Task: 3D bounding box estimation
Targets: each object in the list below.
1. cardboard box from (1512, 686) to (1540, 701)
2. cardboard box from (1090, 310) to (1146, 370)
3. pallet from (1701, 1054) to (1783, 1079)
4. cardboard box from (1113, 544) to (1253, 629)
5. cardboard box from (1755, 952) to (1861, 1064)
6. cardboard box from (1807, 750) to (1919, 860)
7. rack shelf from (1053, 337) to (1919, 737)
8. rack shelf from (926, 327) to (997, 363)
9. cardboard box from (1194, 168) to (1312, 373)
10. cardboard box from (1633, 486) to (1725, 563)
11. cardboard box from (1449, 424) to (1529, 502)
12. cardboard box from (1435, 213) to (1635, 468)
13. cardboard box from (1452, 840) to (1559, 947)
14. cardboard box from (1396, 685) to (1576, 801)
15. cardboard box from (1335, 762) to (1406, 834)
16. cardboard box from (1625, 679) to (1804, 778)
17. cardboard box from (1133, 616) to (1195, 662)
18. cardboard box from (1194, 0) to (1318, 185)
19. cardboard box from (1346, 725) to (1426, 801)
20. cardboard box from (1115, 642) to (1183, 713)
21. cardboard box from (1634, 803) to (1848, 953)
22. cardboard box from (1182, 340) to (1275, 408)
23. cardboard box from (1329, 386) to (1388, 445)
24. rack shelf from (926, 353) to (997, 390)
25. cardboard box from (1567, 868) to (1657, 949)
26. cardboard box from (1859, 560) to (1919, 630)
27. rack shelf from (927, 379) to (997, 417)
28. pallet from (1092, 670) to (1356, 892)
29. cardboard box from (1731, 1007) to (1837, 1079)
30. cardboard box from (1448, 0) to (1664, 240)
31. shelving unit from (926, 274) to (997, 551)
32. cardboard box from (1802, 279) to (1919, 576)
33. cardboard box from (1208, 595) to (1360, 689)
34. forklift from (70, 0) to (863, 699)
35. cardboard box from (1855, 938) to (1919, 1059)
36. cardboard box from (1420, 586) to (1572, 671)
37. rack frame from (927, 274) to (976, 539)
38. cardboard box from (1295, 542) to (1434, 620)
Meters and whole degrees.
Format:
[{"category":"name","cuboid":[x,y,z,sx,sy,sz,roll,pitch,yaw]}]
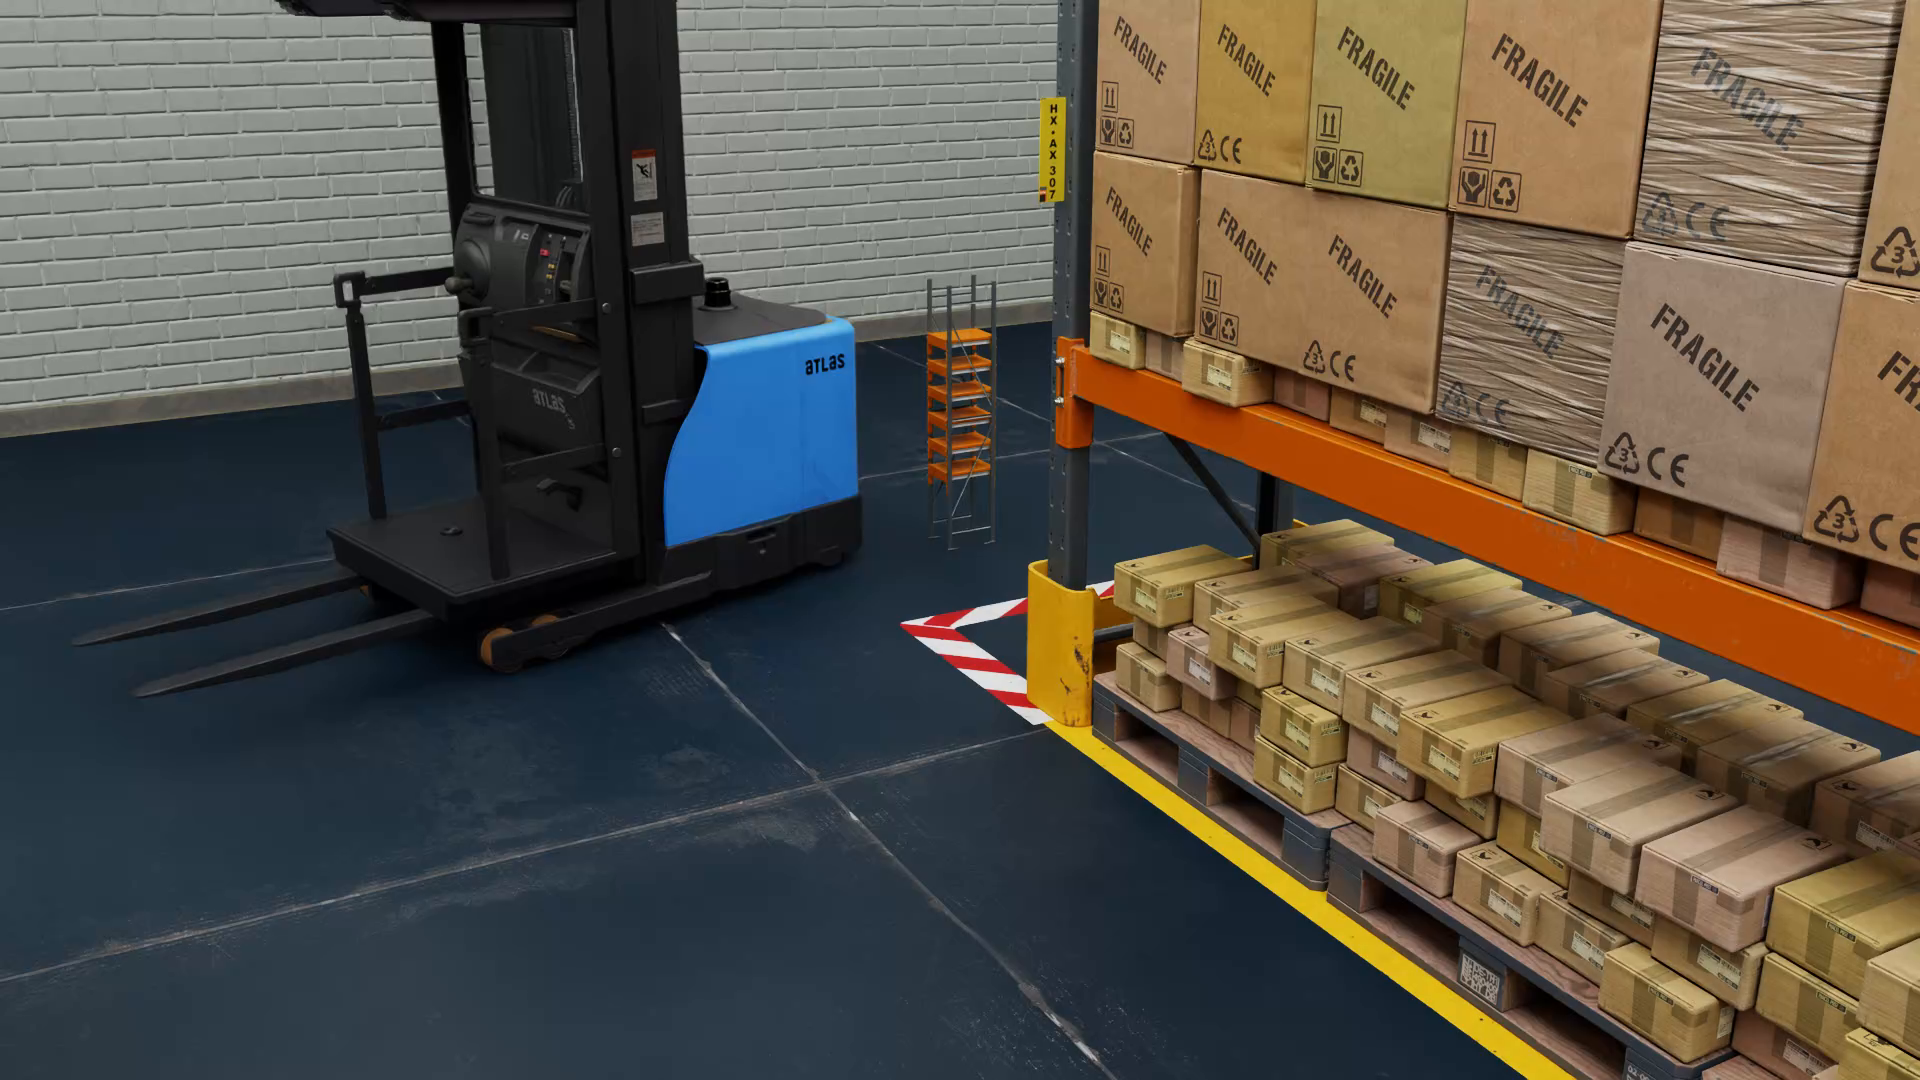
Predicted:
[{"category":"cardboard box","cuboid":[1.783,0.489,4.888,0.380,0.149,0.250,-10,21,-26]},{"category":"cardboard box","cuboid":[0.641,-0.660,5.332,0.380,0.149,0.250,-10,21,-27]},{"category":"pallet","cuboid":[2.325,1.356,3.377,1.003,0.211,1.213,-10,21,-27]},{"category":"cardboard box","cuboid":[0.726,0.148,5.418,0.380,0.149,0.250,-11,22,-29]},{"category":"cardboard box","cuboid":[1.931,0.956,3.534,0.380,0.149,0.250,-10,21,-26]},{"category":"cardboard box","cuboid":[2.259,0.652,3.958,0.380,0.149,0.250,-9,21,-26]},{"category":"rack shelf","cuboid":[1.726,-0.009,4.161,1.077,0.370,4.000,-10,21,-27]},{"category":"rack shelf","cuboid":[0.007,-0.861,7.321,0.258,0.103,0.180,-10,21,-27]},{"category":"cardboard box","cuboid":[1.023,-0.789,4.711,0.500,0.500,0.500,-10,21,-27]},{"category":"cardboard box","cuboid":[1.711,-0.077,3.642,0.380,0.149,0.250,-10,22,-27]},{"category":"cardboard box","cuboid":[1.427,-0.220,4.057,0.380,0.149,0.250,-9,21,-25]},{"category":"cardboard box","cuboid":[1.492,-0.501,3.877,0.500,0.500,0.500,-11,22,-28]},{"category":"cardboard box","cuboid":[1.489,0.868,4.243,0.380,0.149,0.250,-10,21,-27]},{"category":"cardboard box","cuboid":[1.368,0.523,4.332,0.380,0.149,0.250,-10,21,-26]},{"category":"cardboard box","cuboid":[1.293,0.708,4.709,0.380,0.149,0.250,-10,21,-27]},{"category":"cardboard box","cuboid":[1.975,0.510,4.370,0.380,0.149,0.250,-10,21,-26]},{"category":"cardboard box","cuboid":[0.799,0.276,5.504,0.380,0.149,0.250,-9,21,-24]},{"category":"cardboard box","cuboid":[1.001,-1.270,4.570,0.500,0.500,0.500,-9,21,-25]},{"category":"cardboard box","cuboid":[1.309,0.572,4.647,0.380,0.149,0.250,-11,22,-29]},{"category":"cardboard box","cuboid":[0.743,0.426,5.524,0.380,0.149,0.250,-10,21,-26]},{"category":"cardboard box","cuboid":[1.732,0.744,3.692,0.380,0.149,0.250,-11,22,-29]},{"category":"cardboard box","cuboid":[0.879,-0.508,4.891,0.380,0.149,0.250,-11,22,-28]},{"category":"cardboard box","cuboid":[1.230,-0.373,4.500,0.380,0.149,0.250,-10,22,-27]},{"category":"rack shelf","cuboid":[0.007,-0.748,7.360,0.258,0.103,0.180,-10,21,-27]},{"category":"cardboard box","cuboid":[1.683,0.805,3.969,0.380,0.149,0.250,-11,22,-29]},{"category":"cardboard box","cuboid":[1.979,0.071,3.213,0.380,0.149,0.250,-11,22,-28]},{"category":"rack shelf","cuboid":[0.007,-0.634,7.399,0.258,0.103,0.180,-10,21,-27]},{"category":"pallet","cuboid":[1.167,0.656,5.407,1.003,0.211,1.213,-10,21,-27]},{"category":"cardboard box","cuboid":[1.939,1.067,3.668,0.380,0.149,0.250,-11,22,-28]},{"category":"cardboard box","cuboid":[1.473,-0.971,3.705,0.500,0.500,0.500,-11,22,-28]},{"category":"shelving unit","cuboid":[0.007,-0.563,7.424,0.258,1.200,0.189,-10,21,-27]},{"category":"cardboard box","cuboid":[1.952,-0.207,3.023,0.500,0.500,0.500,-11,22,-28]},{"category":"cardboard box","cuboid":[0.970,0.301,4.976,0.380,0.149,0.250,-10,21,-27]},{"category":"forklift","cuboid":[-1.841,-1.080,6.267,3.031,2.935,1.130,-17,26,-41]},{"category":"cardboard box","cuboid":[1.997,0.894,3.257,0.380,0.149,0.250,-10,22,-27]},{"category":"cardboard box","cuboid":[1.621,0.278,5.043,0.380,0.149,0.250,-11,22,-29]},{"category":"rack frame","cuboid":[-0.037,-0.589,7.500,0.240,1.200,0.006,-10,21,-27]},{"category":"cardboard box","cuboid":[1.319,0.139,5.445,0.380,0.149,0.250,-10,21,-26]}]
